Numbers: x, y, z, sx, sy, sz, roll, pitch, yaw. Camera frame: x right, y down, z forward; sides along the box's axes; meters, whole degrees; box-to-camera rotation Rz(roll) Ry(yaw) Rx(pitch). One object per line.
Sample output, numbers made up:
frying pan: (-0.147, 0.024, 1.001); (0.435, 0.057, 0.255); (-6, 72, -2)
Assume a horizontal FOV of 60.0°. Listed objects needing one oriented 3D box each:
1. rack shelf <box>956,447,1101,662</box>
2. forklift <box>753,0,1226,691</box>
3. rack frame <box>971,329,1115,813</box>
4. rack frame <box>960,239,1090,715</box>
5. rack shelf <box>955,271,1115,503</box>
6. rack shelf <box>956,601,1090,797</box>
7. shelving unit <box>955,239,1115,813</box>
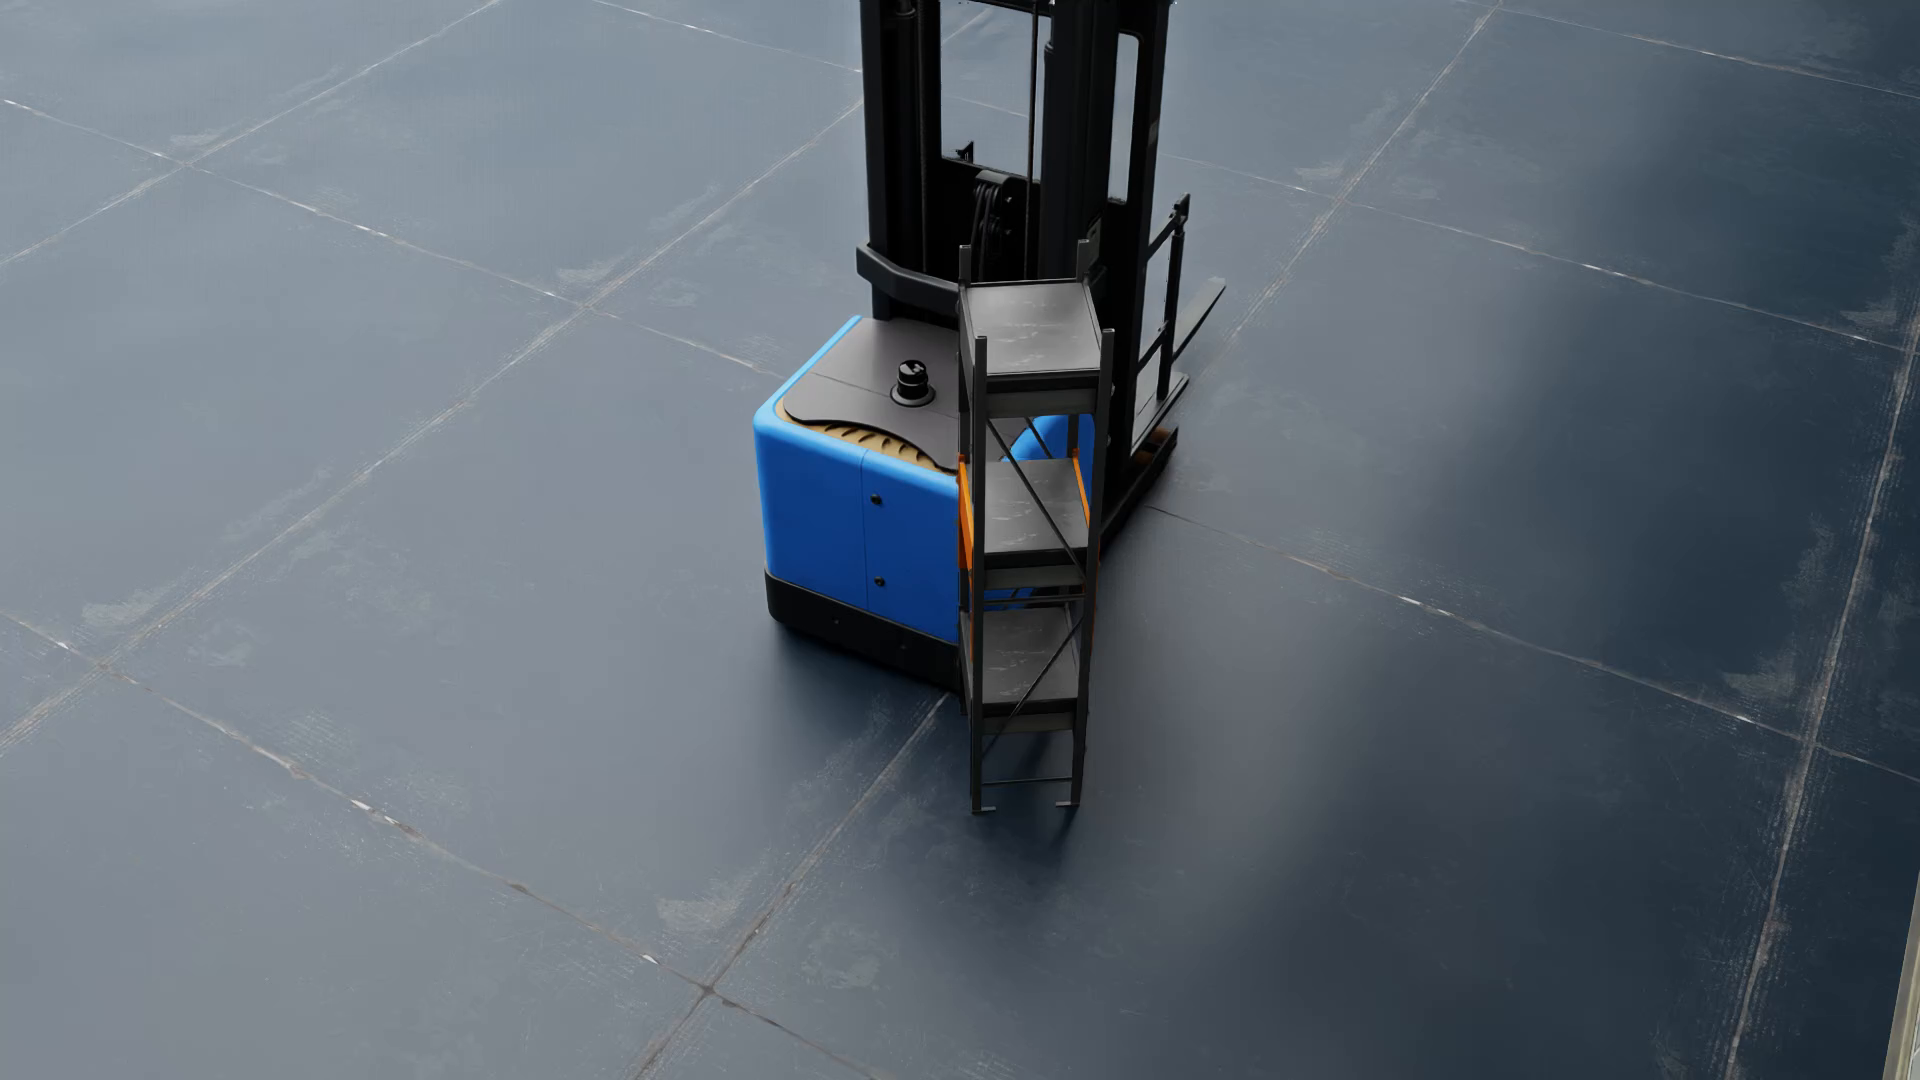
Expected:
rack shelf: (0.220, 0.049, 5.626); (0.431, 0.518, 0.480); (-3, 41, -4)
forklift: (0.345, -1.467, 6.699); (1.130, 2.935, 3.031); (19, 45, 20)
rack frame: (0.242, 0.199, 5.435); (0.400, 2.100, 0.015); (-3, 41, -4)
rack frame: (0.199, -0.122, 5.800); (0.400, 2.100, 0.015); (-3, 41, -4)
rack shelf: (0.220, -0.476, 5.164); (0.431, 0.518, 0.480); (-3, 41, -4)
rack shelf: (0.220, 0.574, 6.089); (0.431, 0.518, 0.480); (-3, 41, -4)
shelving unit: (0.220, 0.039, 5.617); (0.431, 2.100, 0.503); (-3, 41, -4)
